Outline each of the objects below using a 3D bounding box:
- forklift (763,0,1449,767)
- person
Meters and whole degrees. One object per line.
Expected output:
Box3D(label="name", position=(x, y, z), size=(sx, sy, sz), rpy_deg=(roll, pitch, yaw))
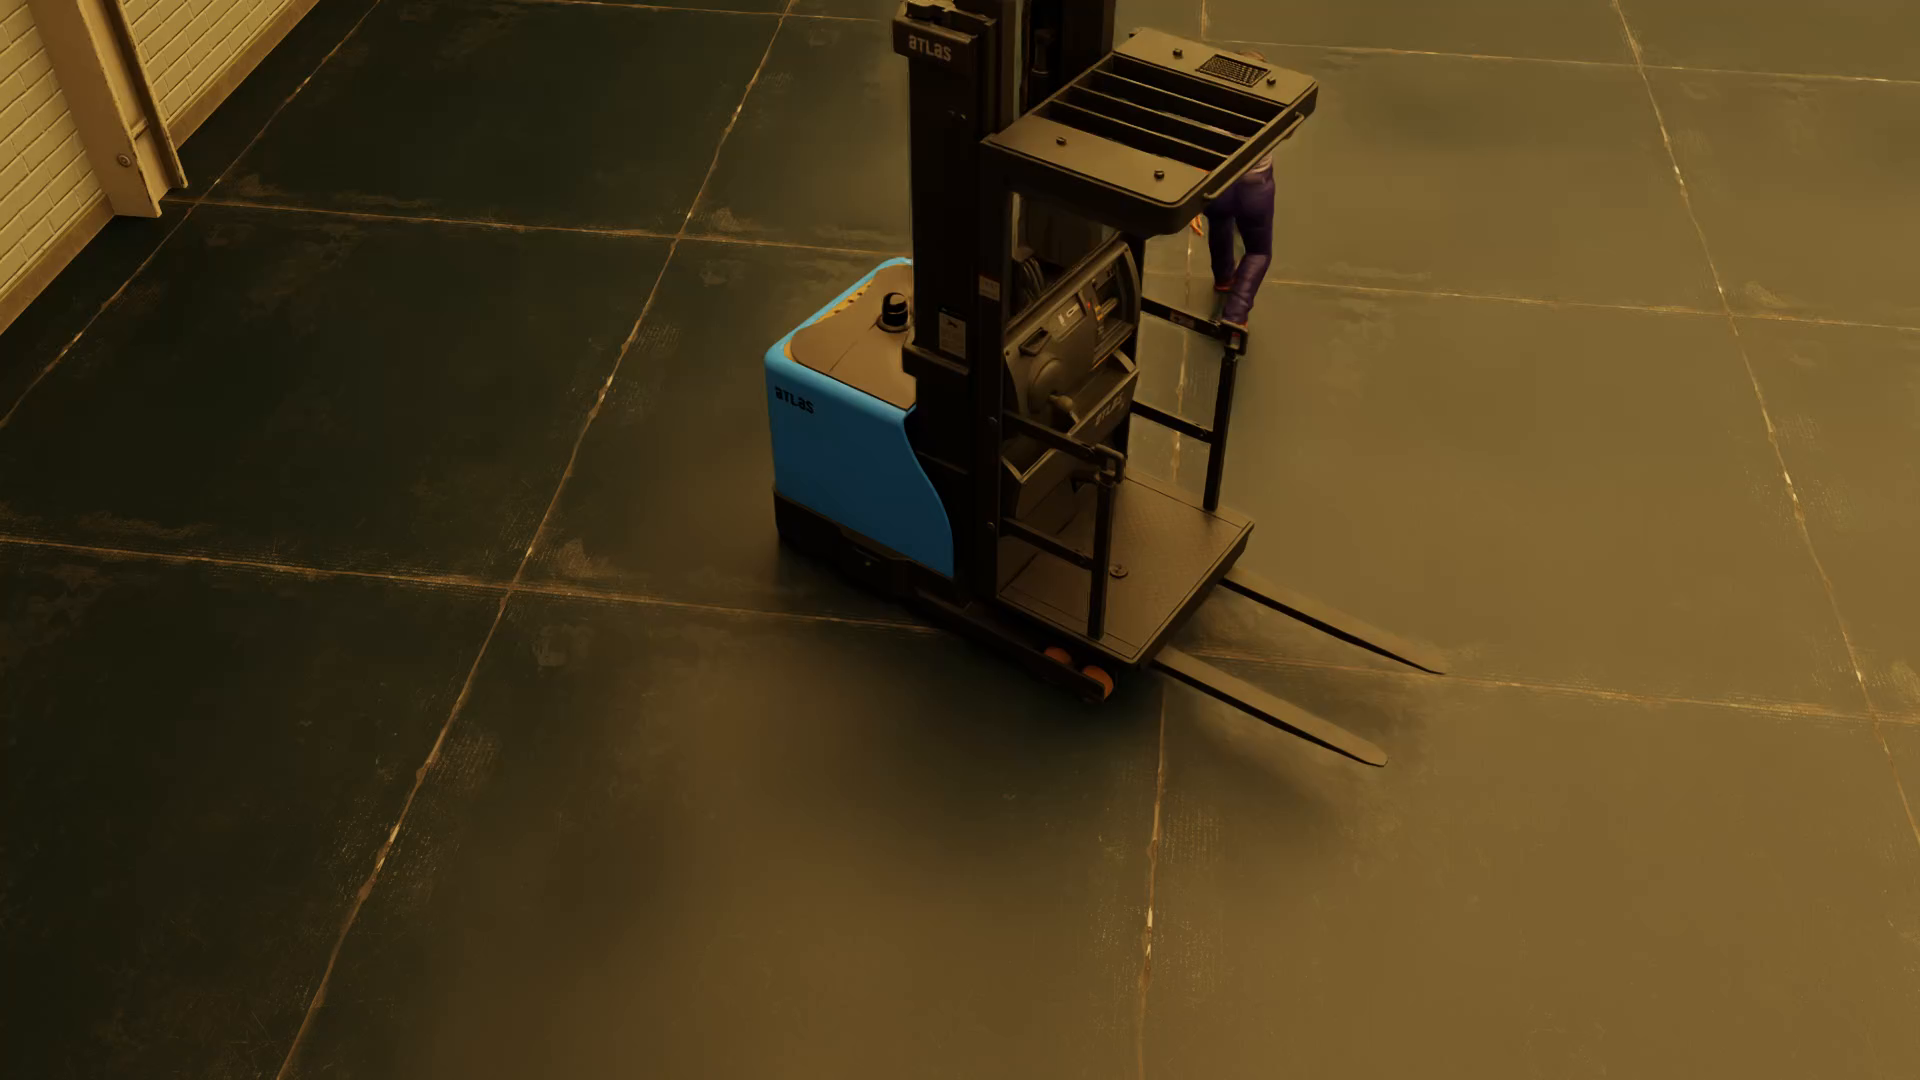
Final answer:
Box3D(label="forklift", position=(0.628, -0.790, 6.585), size=(3.031, 2.935, 1.130), rpy_deg=(25, 48, 25))
Box3D(label="person", position=(1.468, -1.856, 8.785), size=(0.509, 1.574, 0.854), rpy_deg=(6, 43, 7))
